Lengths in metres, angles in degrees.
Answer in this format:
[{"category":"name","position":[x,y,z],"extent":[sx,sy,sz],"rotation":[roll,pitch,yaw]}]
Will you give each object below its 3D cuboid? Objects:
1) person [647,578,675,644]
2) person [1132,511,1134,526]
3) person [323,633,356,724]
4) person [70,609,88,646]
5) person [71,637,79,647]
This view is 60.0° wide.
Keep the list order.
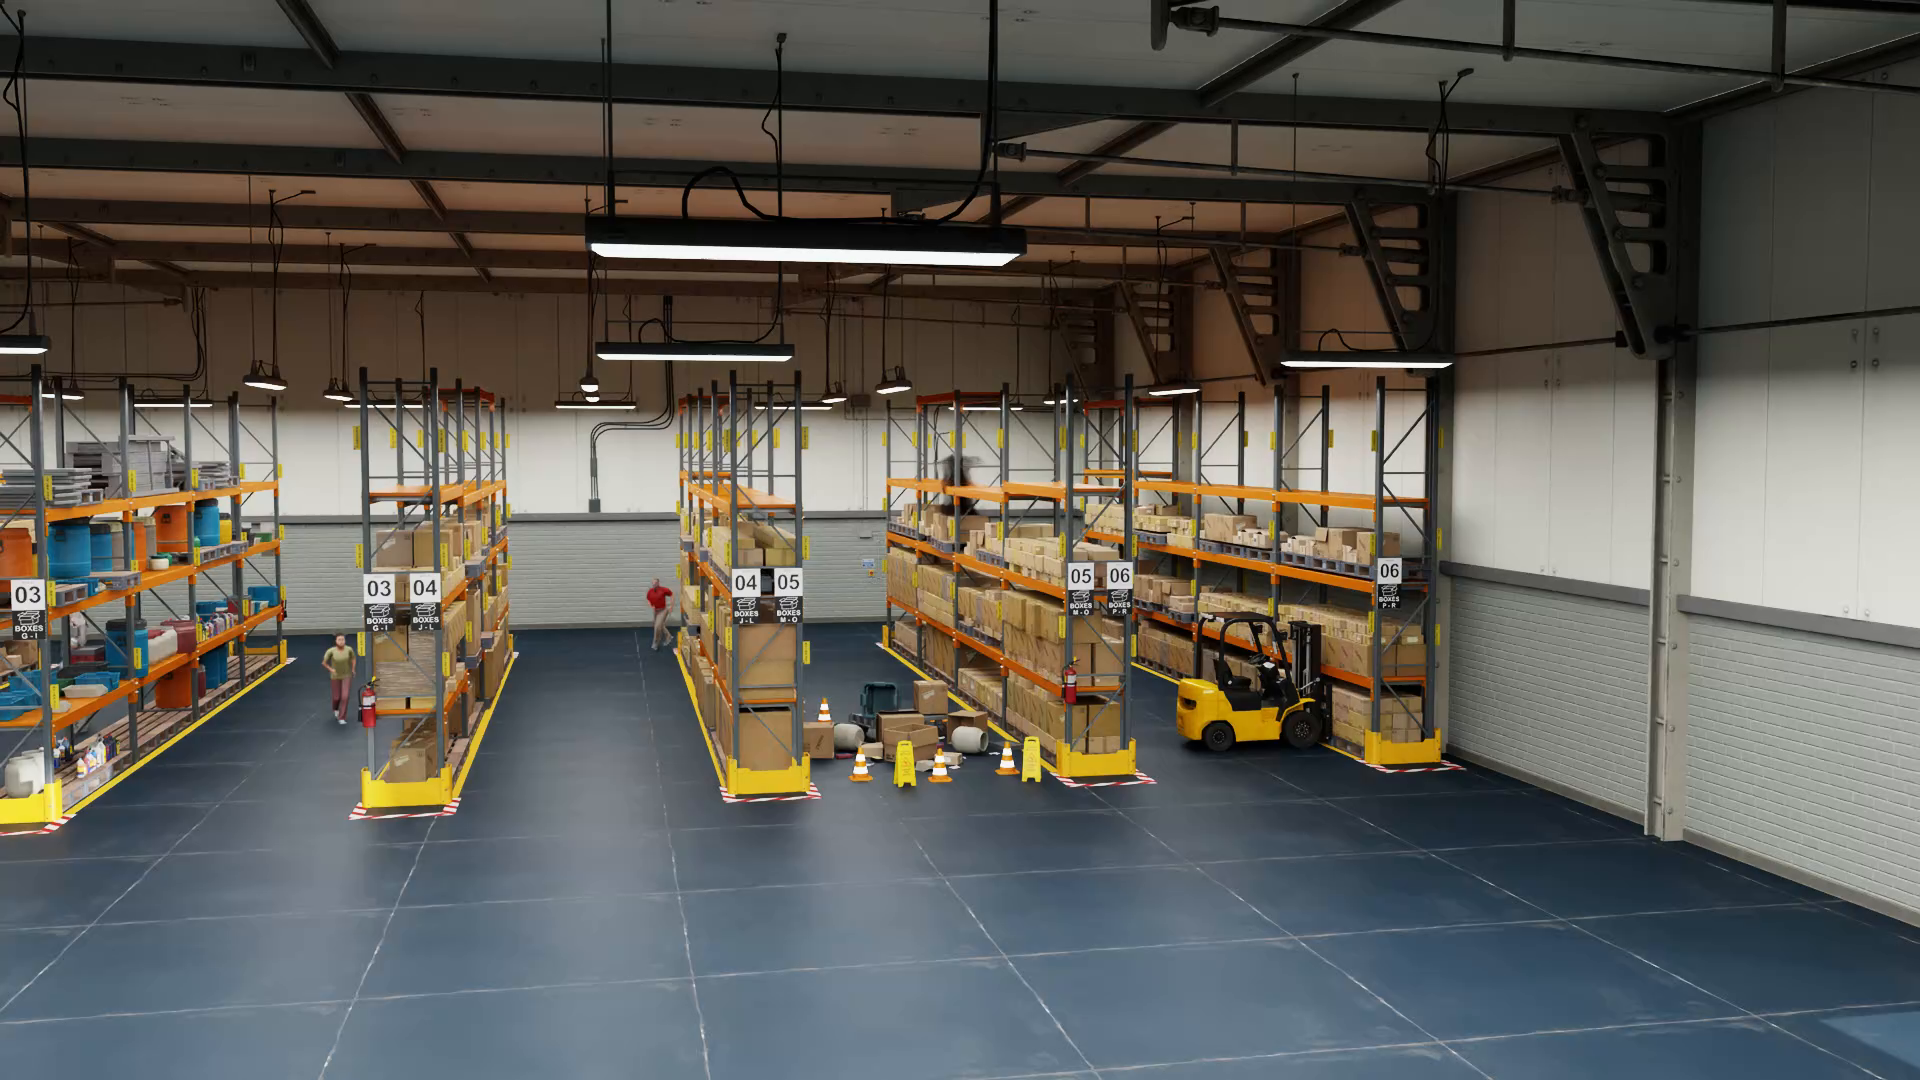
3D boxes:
[{"category":"person","position":[-7.202,1.706,40.202],"extent":[0.644,1.604,0.735],"rotation":[2,4,31]},{"category":"person","position":[-8.093,1.178,29.577],"extent":[6.004,2.704,28.199],"rotation":[3,5,44]},{"category":"person","position":[-11.037,2.446,29.585],"extent":[0.576,1.619,0.721],"rotation":[-2,4,-26]},{"category":"person","position":[-20.104,1.932,37.770],"extent":[0.690,1.662,0.552],"rotation":[2,4,31]},{"category":"person","position":[-15.134,2.016,28.342],"extent":[0.487,0.726,0.301],"rotation":[2,4,25]}]
